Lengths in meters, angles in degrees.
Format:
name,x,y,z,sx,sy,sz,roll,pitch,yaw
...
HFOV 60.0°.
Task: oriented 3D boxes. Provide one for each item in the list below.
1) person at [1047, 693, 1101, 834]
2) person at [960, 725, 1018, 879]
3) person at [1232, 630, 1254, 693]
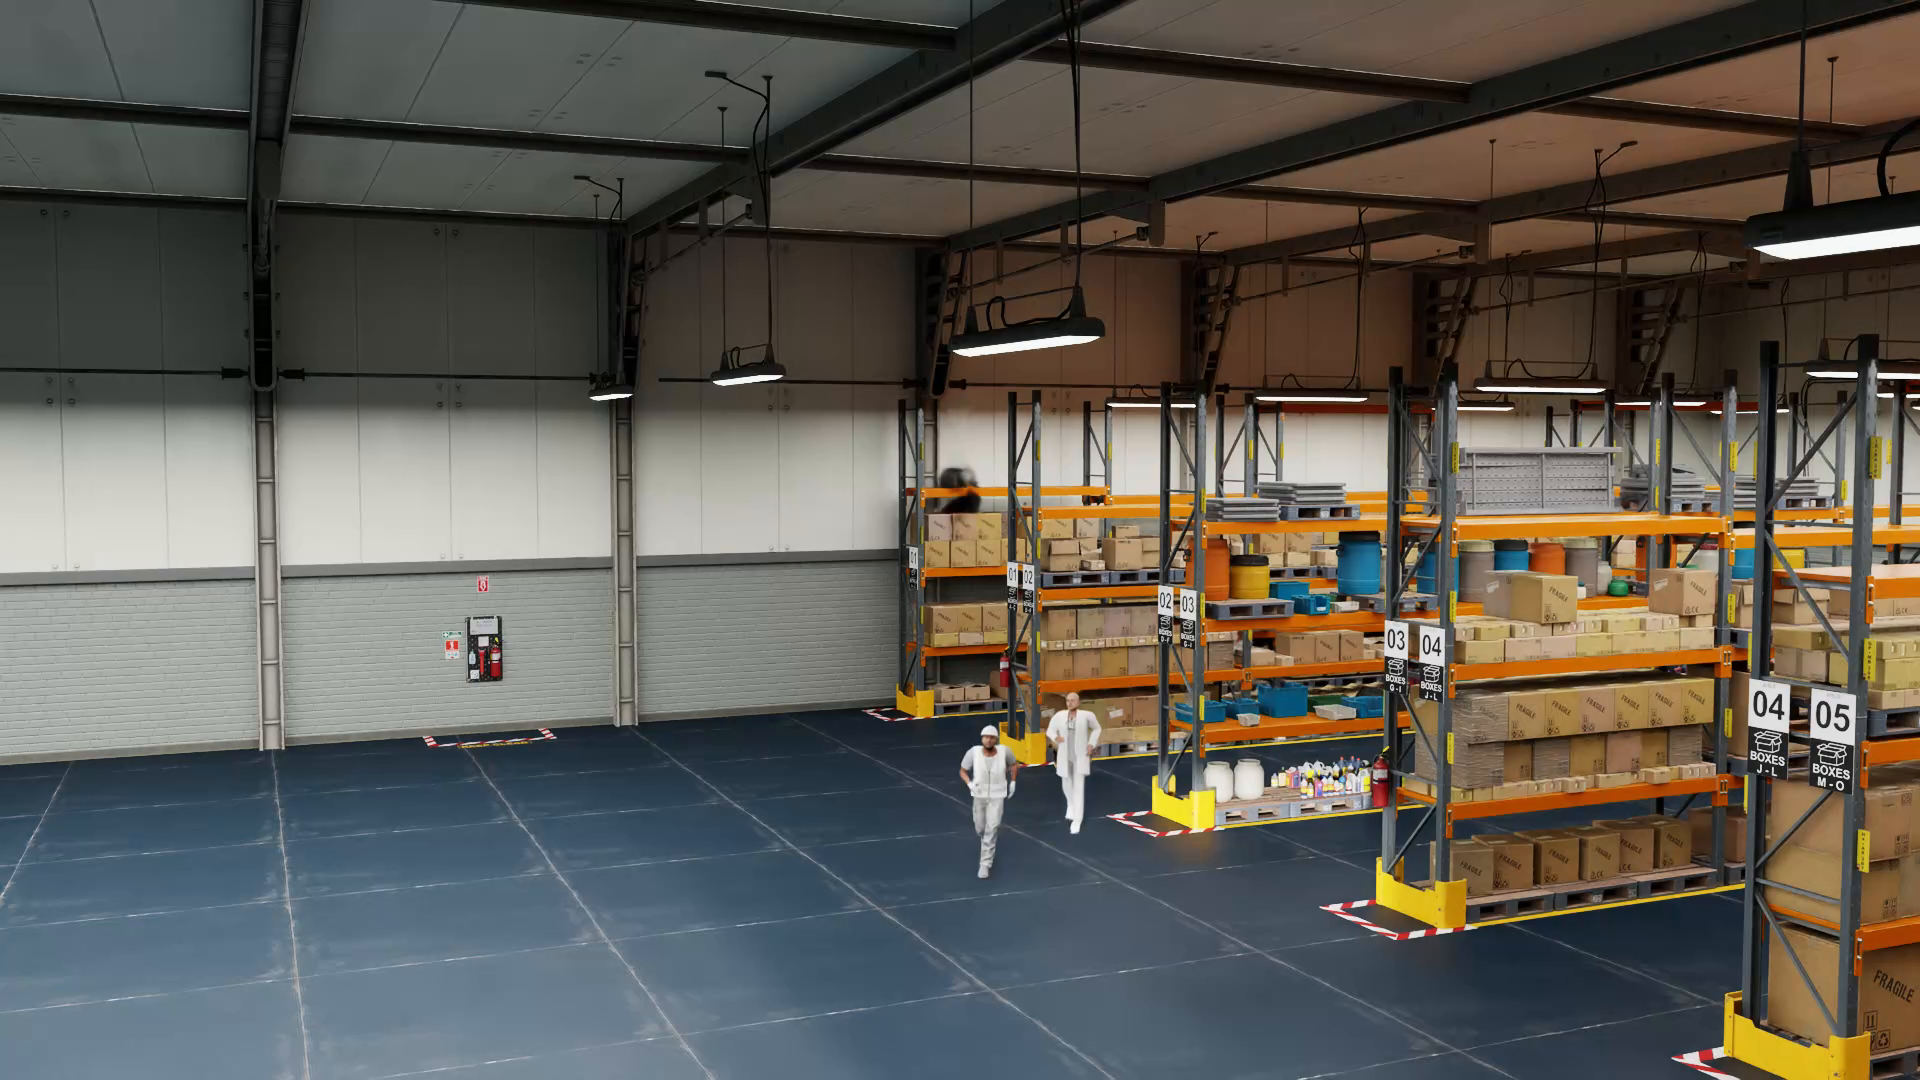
name,x,y,z,sx,sy,sz,roll,pitch,yaw
person,1.519,2.958,22.404,0.724,1.823,0.940,1,3,13
person,0.344,3.105,20.094,0.706,1.770,0.966,0,3,3
person,5.327,2.490,31.733,0.778,1.631,0.565,-3,4,-40
